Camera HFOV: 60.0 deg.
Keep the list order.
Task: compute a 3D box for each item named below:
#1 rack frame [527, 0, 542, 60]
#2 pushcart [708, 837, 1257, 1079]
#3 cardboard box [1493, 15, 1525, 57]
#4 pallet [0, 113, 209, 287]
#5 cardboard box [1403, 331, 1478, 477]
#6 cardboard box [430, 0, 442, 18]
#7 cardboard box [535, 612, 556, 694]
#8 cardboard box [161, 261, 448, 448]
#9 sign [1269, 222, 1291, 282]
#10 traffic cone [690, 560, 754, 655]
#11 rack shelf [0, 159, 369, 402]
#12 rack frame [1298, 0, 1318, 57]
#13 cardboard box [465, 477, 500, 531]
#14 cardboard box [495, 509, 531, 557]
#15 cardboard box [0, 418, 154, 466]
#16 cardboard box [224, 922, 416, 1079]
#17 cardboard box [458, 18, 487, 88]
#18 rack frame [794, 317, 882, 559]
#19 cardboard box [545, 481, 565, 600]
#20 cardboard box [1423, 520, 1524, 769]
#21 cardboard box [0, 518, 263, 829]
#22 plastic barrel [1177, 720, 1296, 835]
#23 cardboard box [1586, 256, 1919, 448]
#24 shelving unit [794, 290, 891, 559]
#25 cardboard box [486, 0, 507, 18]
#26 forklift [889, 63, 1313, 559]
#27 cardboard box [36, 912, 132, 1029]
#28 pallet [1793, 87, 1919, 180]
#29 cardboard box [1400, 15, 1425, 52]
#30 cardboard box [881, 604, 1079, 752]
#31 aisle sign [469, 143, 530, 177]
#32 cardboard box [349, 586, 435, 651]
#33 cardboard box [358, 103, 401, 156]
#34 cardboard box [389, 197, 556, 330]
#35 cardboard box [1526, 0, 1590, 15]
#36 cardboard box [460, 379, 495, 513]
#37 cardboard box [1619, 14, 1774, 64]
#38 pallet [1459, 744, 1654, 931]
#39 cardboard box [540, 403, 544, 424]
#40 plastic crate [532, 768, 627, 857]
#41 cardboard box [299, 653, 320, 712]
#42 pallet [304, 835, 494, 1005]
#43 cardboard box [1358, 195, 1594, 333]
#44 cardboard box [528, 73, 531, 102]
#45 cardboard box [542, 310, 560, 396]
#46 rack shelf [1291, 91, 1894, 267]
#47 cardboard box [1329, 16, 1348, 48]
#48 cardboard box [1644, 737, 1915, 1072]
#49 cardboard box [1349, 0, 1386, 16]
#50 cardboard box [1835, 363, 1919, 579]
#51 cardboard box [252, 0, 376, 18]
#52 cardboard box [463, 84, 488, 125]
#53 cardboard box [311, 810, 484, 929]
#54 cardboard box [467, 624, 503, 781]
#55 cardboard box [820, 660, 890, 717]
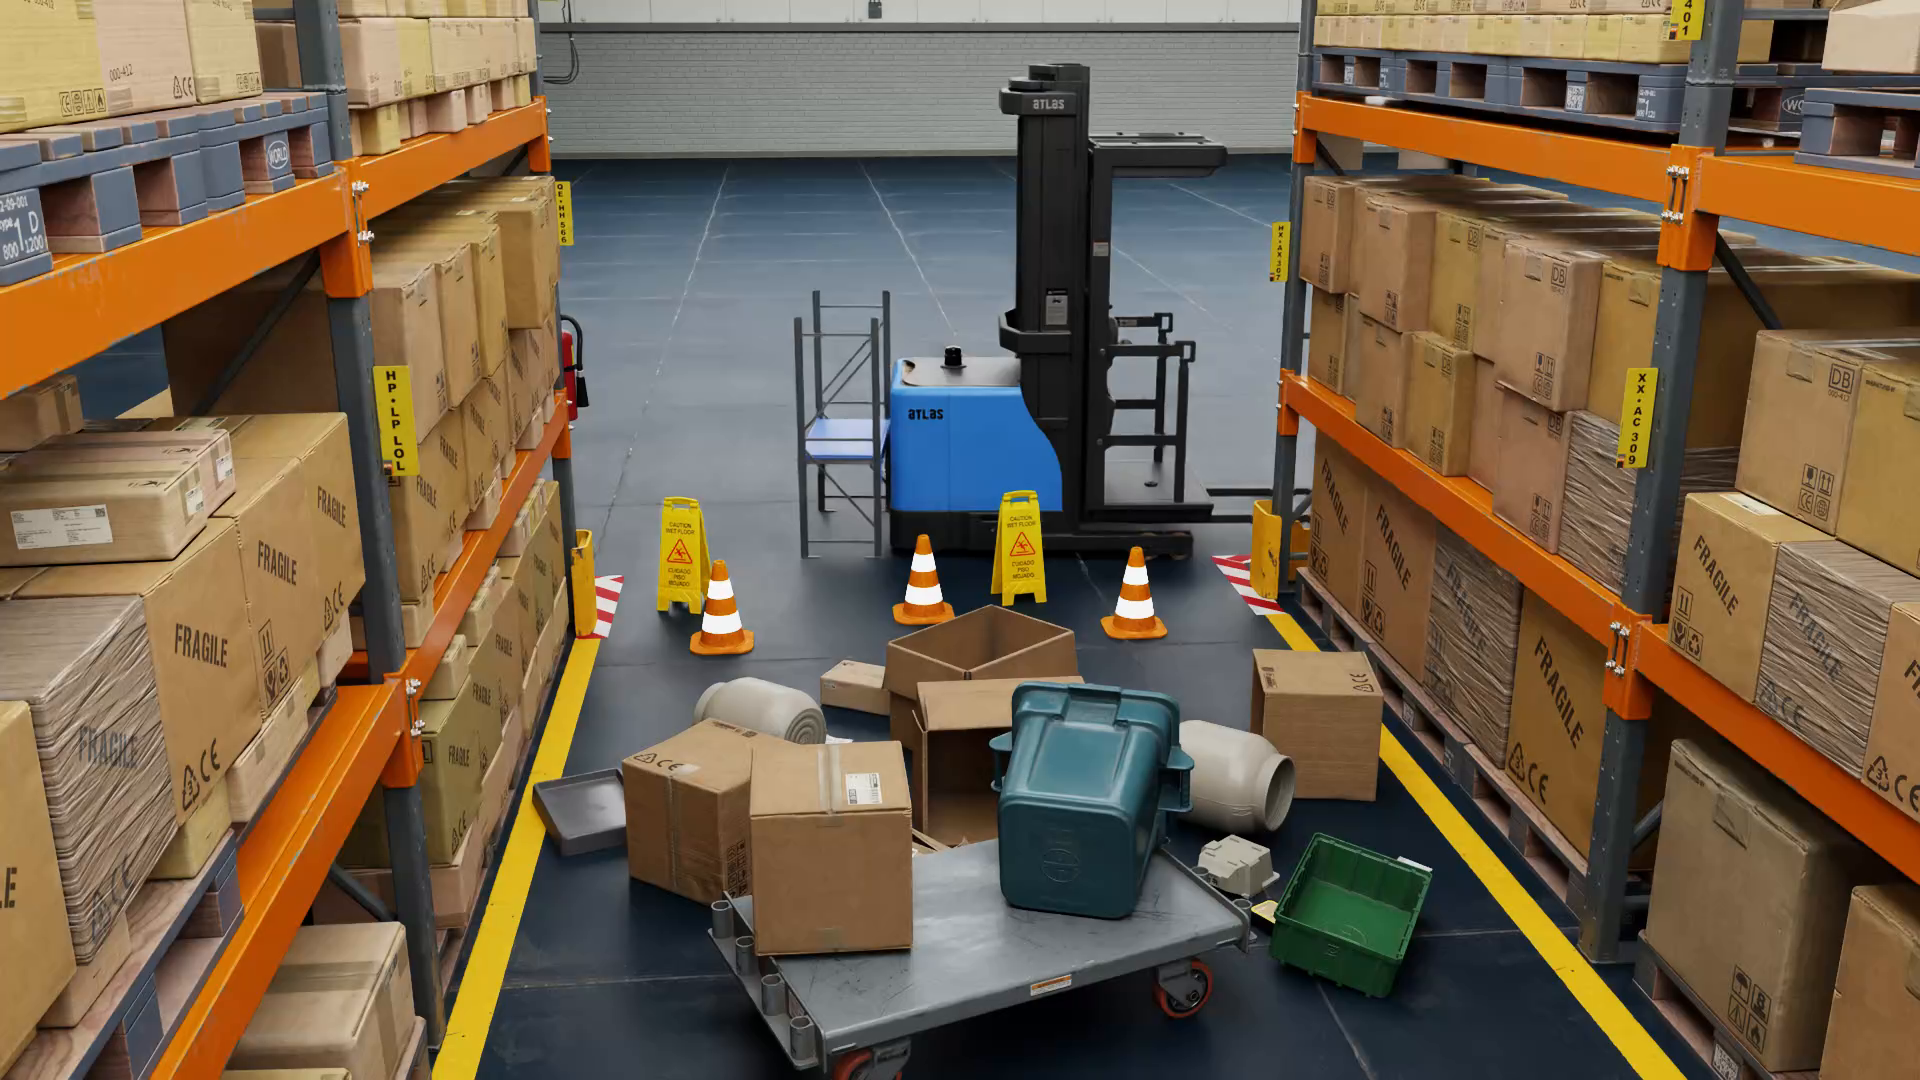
[{"bbox_3d":[-2.602,-3.828,7.847,1.000,3.000,0.127,-2,18,-6],"label":"rack frame"},{"bbox_3d":[0.073,1.392,5.614,1.648,0.377,0.936,-8,19,-25],"label":"pushcart"},{"bbox_3d":[2.263,-1.918,6.321,0.380,0.149,0.250,-2,17,-5],"label":"cardboard box"},{"bbox_3d":[-2.122,-0.619,2.948,1.213,0.211,1.003,-2,18,-6],"label":"pallet"},{"bbox_3d":[2.501,-0.621,7.396,0.875,0.550,0.500,-2,18,-6],"label":"cardboard box"},{"bbox_3d":[-2.086,-1.956,5.980,0.380,0.149,0.250,-2,18,-6],"label":"cardboard box"},{"bbox_3d":[-2.206,0.533,7.861,0.500,0.250,0.500,-2,18,-5],"label":"cardboard box"},{"bbox_3d":[-2.019,-0.578,5.179,0.700,0.500,0.500,-2,18,-6],"label":"cardboard box"},{"bbox_3d":[1.758,-1.584,9.138,0.100,0.325,0.005,-2,18,-6],"label":"sign"},{"bbox_3d":[-1.275,0.333,8.844,0.336,0.463,0.334,-2,18,-6],"label":"traffic cone"},{"bbox_3d":[-1.983,-0.266,2.710,1.077,0.370,4.000,-2,18,-6],"label":"rack shelf"},{"bbox_3d":[2.311,-4.011,8.430,1.000,3.000,0.127,-2,18,-6],"label":"rack frame"},{"bbox_3d":[-2.026,-0.139,6.532,0.380,0.149,0.250,-2,18,-5],"label":"cardboard box"},{"bbox_3d":[-2.107,-0.030,7.319,0.380,0.149,0.250,-1,17,-3],"label":"cardboard box"},{"bbox_3d":[-2.427,-0.015,4.354,0.500,0.500,0.500,-1,17,-4],"label":"cardboard box"},{"bbox_3d":[-2.133,1.436,4.783,0.950,0.372,0.625,-2,17,-5],"label":"cardboard box"},{"bbox_3d":[-2.118,-1.868,6.366,0.500,0.250,0.500,-2,18,-5],"label":"cardboard box"},{"bbox_3d":[-0.735,-0.605,10.099,0.500,1.500,0.032,0,17,1],"label":"rack frame"},{"bbox_3d":[-2.260,0.019,8.247,0.500,0.500,0.500,-2,18,-5],"label":"cardboard box"},{"bbox_3d":[2.631,0.398,7.246,0.875,0.875,0.875,-2,18,-5],"label":"cardboard box"},{"bbox_3d":[-1.814,0.268,3.450,0.500,0.500,0.500,-1,17,-4],"label":"cardboard box"},{"bbox_3d":[1.081,0.982,6.844,0.512,0.421,0.421,11,21,32],"label":"plastic barrel"},{"bbox_3d":[2.720,-0.655,5.702,0.875,0.550,0.550,-2,18,-6],"label":"cardboard box"},{"bbox_3d":[-0.722,-0.757,10.584,0.538,1.500,1.048,0,17,1],"label":"shelving unit"},{"bbox_3d":[-2.241,-2.412,7.433,0.380,0.149,0.250,-2,18,-6],"label":"cardboard box"},{"bbox_3d":[1.072,-1.438,10.363,3.031,2.935,1.130,0,17,-1],"label":"forklift"},{"bbox_3d":[-1.744,0.752,2.993,0.380,0.149,0.250,-1,17,-4],"label":"cardboard box"},{"bbox_3d":[2.867,-1.025,4.246,0.805,0.209,1.217,-2,18,-8],"label":"pallet"},{"bbox_3d":[2.158,-2.220,7.284,0.380,0.149,0.250,-2,18,-6],"label":"cardboard box"},{"bbox_3d":[0.097,0.670,7.701,0.637,0.503,0.797,16,24,42],"label":"cardboard box"},{"bbox_3d":[-2.320,-2.233,8.443,0.394,0.787,0.004,-2,18,-6],"label":"aisle sign"},{"bbox_3d":[-1.903,0.242,5.317,0.380,0.149,0.250,-2,18,-6],"label":"cardboard box"},{"bbox_3d":[-1.947,-1.266,5.112,0.380,0.149,0.250,-2,18,-6],"label":"cardboard box"},{"bbox_3d":[-2.133,-1.187,7.118,0.700,0.500,0.500,-2,18,-6],"label":"cardboard box"},{"bbox_3d":[2.365,-1.996,5.905,0.500,0.250,0.500,-2,18,-6],"label":"cardboard box"},{"bbox_3d":[-2.072,-0.402,6.287,0.500,0.500,0.500,-2,18,-6],"label":"cardboard box"},{"bbox_3d":[2.368,-1.615,5.357,0.380,0.149,0.250,-2,18,-6],"label":"cardboard box"},{"bbox_3d":[2.723,1.144,6.679,1.003,0.211,1.213,-2,18,-6],"label":"pallet"},{"bbox_3d":[-2.209,-0.592,7.974,0.380,0.149,0.250,-2,18,-7],"label":"cardboard box"},{"bbox_3d":[-1.536,1.126,6.957,0.402,0.080,0.583,-8,19,-25],"label":"plastic crate"},{"bbox_3d":[-1.852,0.369,4.211,0.380,0.149,0.250,-2,18,-7],"label":"cardboard box"},{"bbox_3d":[-2.294,1.357,6.001,1.003,0.211,1.213,-2,18,-6],"label":"pallet"},{"bbox_3d":[2.382,-1.292,7.730,0.875,0.550,0.550,-2,18,-6],"label":"cardboard box"},{"bbox_3d":[-2.287,-2.179,8.023,0.380,0.149,0.250,-2,18,-5],"label":"cardboard box"},{"bbox_3d":[-2.272,-1.002,8.198,0.500,0.500,0.500,-2,18,-7],"label":"cardboard box"},{"bbox_3d":[2.517,-1.641,7.089,1.077,0.370,4.000,-2,18,-6],"label":"rack shelf"},{"bbox_3d":[2.054,-2.520,8.240,0.380,0.149,0.250,-2,18,-5],"label":"cardboard box"},{"bbox_3d":[2.877,1.098,5.226,1.050,0.750,0.750,-2,18,-6],"label":"cardboard box"},{"bbox_3d":[2.159,-2.595,7.814,0.500,0.250,0.500,-2,18,-6],"label":"cardboard box"},{"bbox_3d":[2.836,-0.181,4.409,0.700,0.500,0.500,-2,18,-7],"label":"cardboard box"},{"bbox_3d":[-1.898,-1.570,4.749,0.380,0.149,0.250,-2,18,-7],"label":"cardboard box"},{"bbox_3d":[-2.084,-1.723,6.569,0.380,0.149,0.250,-2,18,-6],"label":"cardboard box"},{"bbox_3d":[-1.982,1.153,5.885,0.500,0.250,0.500,-3,18,-8],"label":"cardboard box"},{"bbox_3d":[-2.049,0.636,6.279,0.500,0.500,0.500,-1,17,-3],"label":"cardboard box"},{"bbox_3d":[-0.458,0.722,8.128,0.380,0.149,0.250,8,19,23],"label":"cardboard box"}]
